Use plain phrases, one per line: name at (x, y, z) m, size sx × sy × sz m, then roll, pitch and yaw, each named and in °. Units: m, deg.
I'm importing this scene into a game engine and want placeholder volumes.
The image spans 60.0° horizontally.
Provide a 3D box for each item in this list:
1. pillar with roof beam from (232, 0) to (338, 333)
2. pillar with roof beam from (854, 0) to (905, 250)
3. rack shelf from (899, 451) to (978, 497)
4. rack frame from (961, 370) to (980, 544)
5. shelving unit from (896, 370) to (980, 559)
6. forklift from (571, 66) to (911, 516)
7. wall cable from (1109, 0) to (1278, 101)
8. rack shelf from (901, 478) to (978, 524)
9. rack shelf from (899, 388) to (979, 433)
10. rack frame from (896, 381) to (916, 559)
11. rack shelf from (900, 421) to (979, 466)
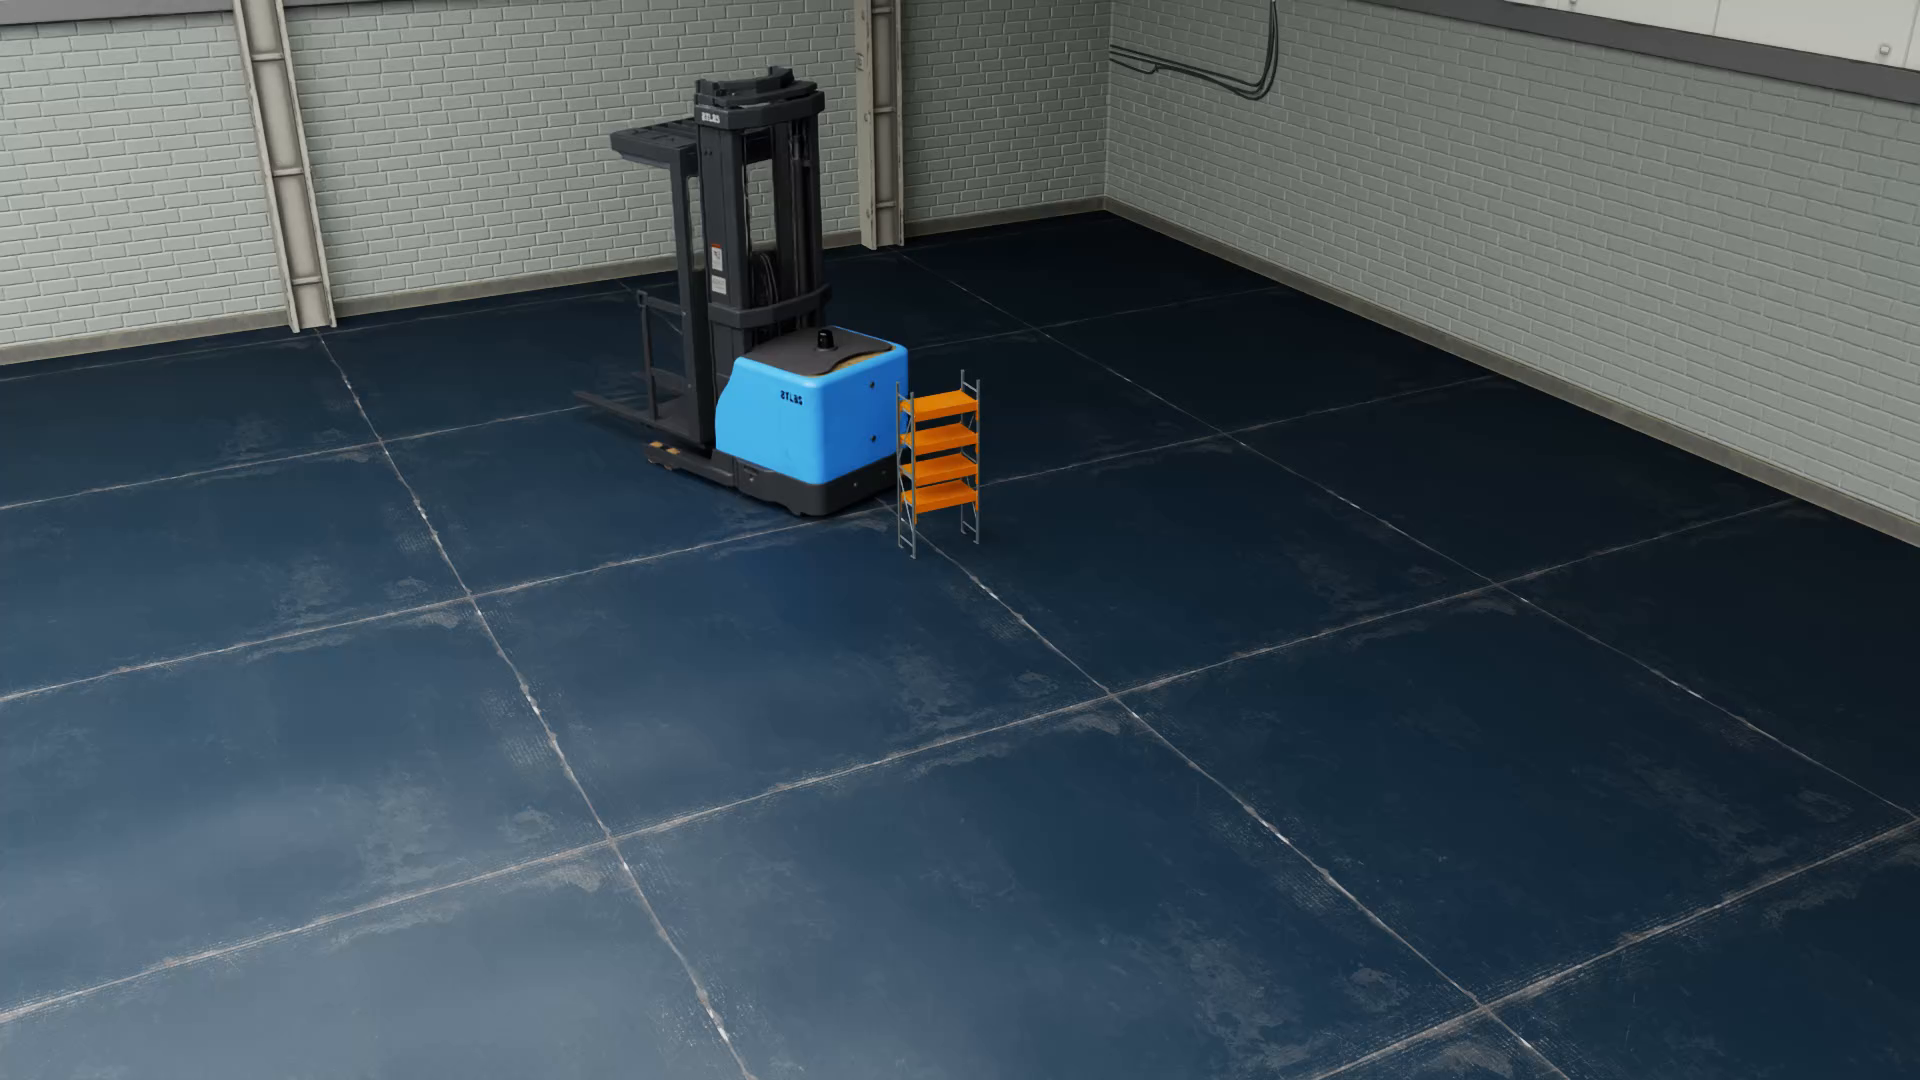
pillar with roof beam at (-4.124, -4.457, 10.437) m, size 0.400 × 9.000 × 9.100 m, roll -13°, pitch 29°, yaw -25°
pillar with roof beam at (1.170, -5.679, 12.983) m, size 0.400 × 9.000 × 9.100 m, roll -13°, pitch 29°, yaw -25°
rack shelf at (-0.146, -0.447, 11.251) m, size 0.480 × 0.148 × 0.258 m, roll -13°, pitch 29°, yaw -25°
rack frame at (0.069, -0.557, 11.326) m, size 0.015 × 1.200 × 0.240 m, roll -13°, pitch 29°, yaw -25°
shelving unit at (-0.146, -0.507, 11.222) m, size 0.503 × 1.200 × 0.258 m, roll -13°, pitch 29°, yaw -25°
forklift at (-1.803, -2.005, 12.342) m, size 3.031 × 2.935 × 1.130 m, roll 20°, pitch 32°, yaw 36°
wall cable at (2.366, -6.018, 17.277) m, size 0.112 × 2.526 × 3.097 m, roll -13°, pitch 29°, yaw -25°
rack shelf at (-0.146, -0.268, 11.337) m, size 0.480 × 0.148 × 0.258 m, roll -13°, pitch 29°, yaw -25°
rack shelf at (-0.146, -0.861, 11.052) m, size 0.480 × 0.148 × 0.258 m, roll -13°, pitch 29°, yaw -25°
rack frame at (-0.361, -0.457, 11.119) m, size 0.015 × 1.200 × 0.240 m, roll -13°, pitch 29°, yaw -25°
rack shelf at (-0.146, -0.648, 11.155) m, size 0.480 × 0.148 × 0.258 m, roll -13°, pitch 29°, yaw -25°
